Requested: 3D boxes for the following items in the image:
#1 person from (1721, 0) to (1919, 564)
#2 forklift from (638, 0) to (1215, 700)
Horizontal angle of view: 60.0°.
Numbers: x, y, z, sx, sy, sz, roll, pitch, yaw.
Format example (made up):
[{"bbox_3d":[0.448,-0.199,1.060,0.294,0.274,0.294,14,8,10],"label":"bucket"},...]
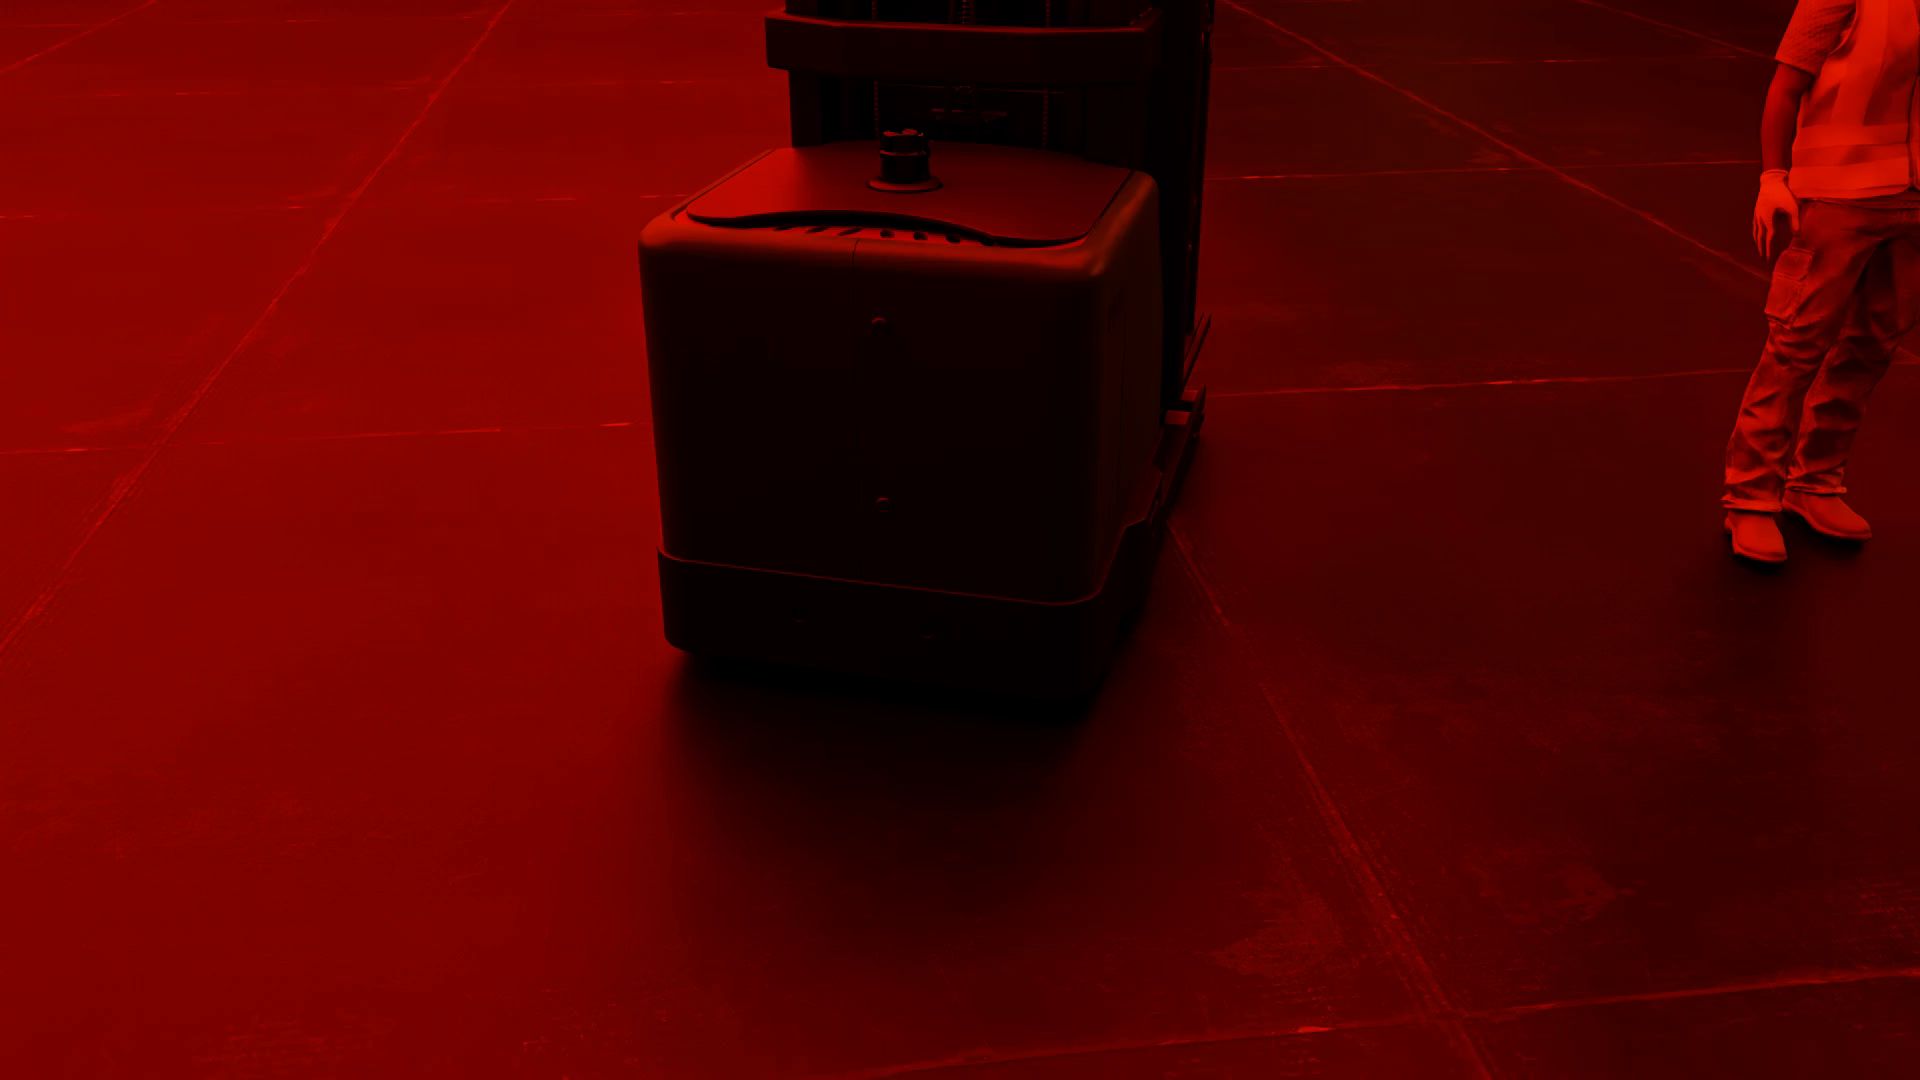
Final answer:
[{"bbox_3d":[2.394,-0.848,4.295,0.656,1.782,0.578,-2,26,-4],"label":"person"},{"bbox_3d":[0.156,-1.583,4.514,1.130,2.935,3.031,6,26,13],"label":"forklift"}]
